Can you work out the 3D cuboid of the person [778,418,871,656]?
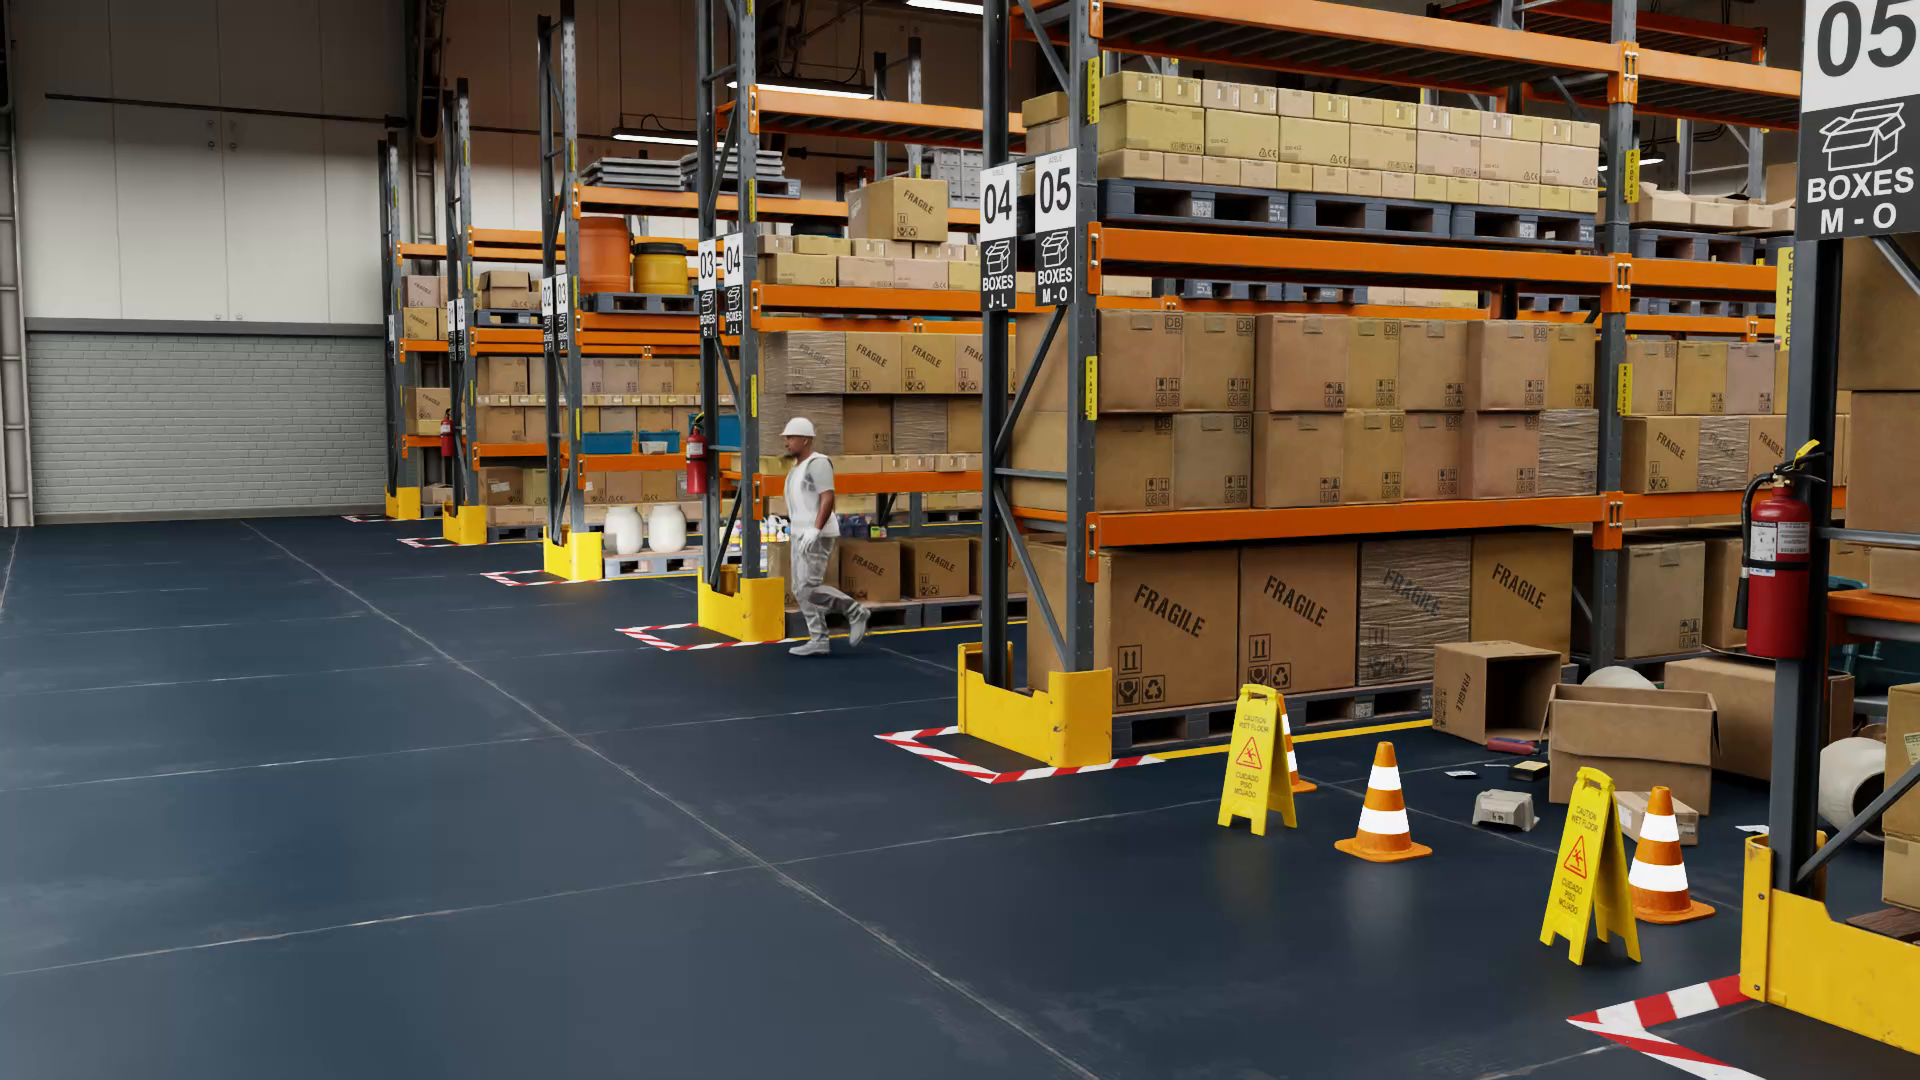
[{"bbox_3d":[-1.014,-0.029,12.333,0.649,1.755,0.606,-2,5,-24],"label":"person"}]
